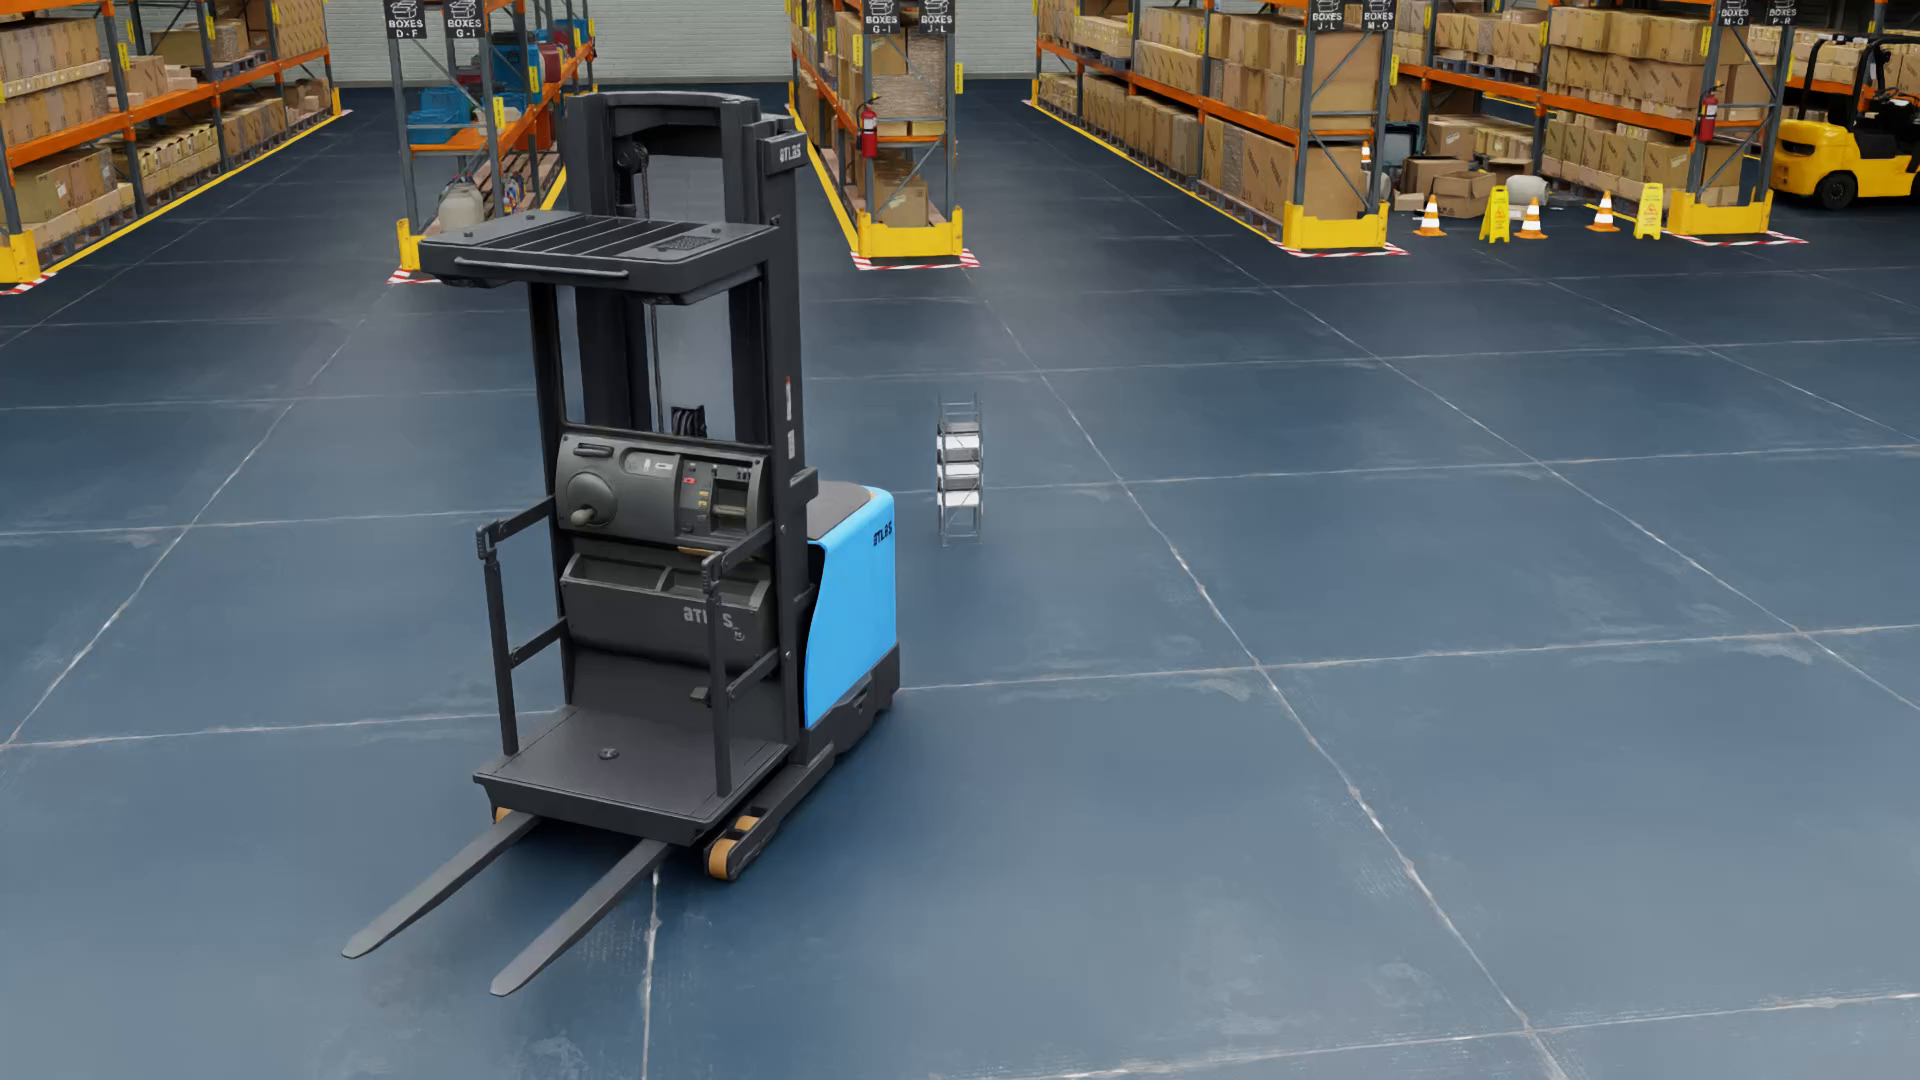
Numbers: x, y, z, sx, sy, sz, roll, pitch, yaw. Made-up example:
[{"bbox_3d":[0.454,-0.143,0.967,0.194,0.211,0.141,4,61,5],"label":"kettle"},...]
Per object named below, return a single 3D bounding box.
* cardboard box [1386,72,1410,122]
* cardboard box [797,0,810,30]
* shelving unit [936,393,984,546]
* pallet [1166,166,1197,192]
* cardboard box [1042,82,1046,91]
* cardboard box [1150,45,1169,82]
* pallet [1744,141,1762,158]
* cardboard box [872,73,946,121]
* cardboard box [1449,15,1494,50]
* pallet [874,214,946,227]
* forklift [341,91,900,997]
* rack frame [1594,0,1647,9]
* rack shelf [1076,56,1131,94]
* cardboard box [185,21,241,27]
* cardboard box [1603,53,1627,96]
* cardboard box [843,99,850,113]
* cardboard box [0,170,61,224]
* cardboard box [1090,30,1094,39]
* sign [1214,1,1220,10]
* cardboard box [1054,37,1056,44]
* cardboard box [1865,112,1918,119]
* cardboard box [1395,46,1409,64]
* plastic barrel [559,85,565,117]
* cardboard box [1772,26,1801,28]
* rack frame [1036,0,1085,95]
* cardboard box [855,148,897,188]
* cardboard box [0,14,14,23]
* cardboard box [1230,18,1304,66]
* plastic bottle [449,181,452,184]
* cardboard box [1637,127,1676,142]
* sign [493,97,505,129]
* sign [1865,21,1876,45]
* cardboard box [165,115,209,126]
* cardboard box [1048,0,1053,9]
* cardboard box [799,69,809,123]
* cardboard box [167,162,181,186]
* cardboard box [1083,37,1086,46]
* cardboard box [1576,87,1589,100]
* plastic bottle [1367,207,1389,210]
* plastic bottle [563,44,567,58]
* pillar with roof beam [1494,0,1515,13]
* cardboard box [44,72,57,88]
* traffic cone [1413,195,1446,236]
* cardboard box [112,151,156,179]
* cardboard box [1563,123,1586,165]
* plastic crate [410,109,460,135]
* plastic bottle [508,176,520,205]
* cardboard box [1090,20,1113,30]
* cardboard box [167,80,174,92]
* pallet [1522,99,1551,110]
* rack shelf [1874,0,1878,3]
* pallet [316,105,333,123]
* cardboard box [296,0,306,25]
[{"bbox_3d":[7.954,-7.672,28.906,0.875,0.875,0.875,-3,21,-7],"label":"cardboard box"},{"bbox_3d":[-2.686,-9.543,30.196,0.500,0.500,0.500,-3,21,-7],"label":"cardboard box"},{"bbox_3d":[-0.001,-0.424,10.066,0.258,0.900,0.210,-3,21,-8],"label":"shelving unit"},{"bbox_3d":[3.603,-5.205,23.851,1.003,0.211,1.213,-3,21,-8],"label":"pallet"},{"bbox_3d":[1.864,-9.112,33.374,0.380,0.149,0.250,-3,21,-8],"label":"cardboard box"},{"bbox_3d":[3.158,-7.160,24.958,0.500,0.500,0.500,-3,21,-8],"label":"cardboard box"},{"bbox_3d":[13.260,-6.155,26.393,1.003,0.211,1.213,-3,21,-8],"label":"pallet"},{"bbox_3d":[-0.609,-5.026,18.818,0.875,0.500,0.500,-3,21,-8],"label":"cardboard box"},{"bbox_3d":[8.014,-7.953,26.055,0.500,0.500,0.500,-2,21,-5],"label":"cardboard box"},{"bbox_3d":[-0.650,-3.651,19.690,1.003,0.211,1.213,-3,21,-8],"label":"pallet"},{"bbox_3d":[-1.291,-0.186,6.525,1.130,2.935,3.031,8,22,19],"label":"forklift"},{"bbox_3d":[12.431,-9.554,31.510,1.000,3.000,0.127,-3,21,-8],"label":"rack frame"},{"bbox_3d":[2.924,-7.989,28.346,1.077,0.370,4.000,-3,21,-8],"label":"rack shelf"},{"bbox_3d":[-12.081,-8.138,26.975,0.700,0.500,0.500,0,20,1],"label":"cardboard box"},{"bbox_3d":[8.708,-6.032,21.510,0.500,0.500,0.500,-3,21,-7],"label":"cardboard box"},{"bbox_3d":[-1.273,-5.479,20.957,0.380,0.149,0.250,-3,21,-8],"label":"cardboard box"},{"bbox_3d":[-10.292,-3.780,18.307,0.500,0.500,0.500,-3,21,-8],"label":"cardboard box"},{"bbox_3d":[2.432,-8.623,28.350,0.380,0.149,0.250,-3,21,-9],"label":"cardboard box"},{"bbox_3d":[6.050,-12.784,39.771,0.327,0.218,0.001,-3,21,-8],"label":"sign"},{"bbox_3d":[2.040,-9.710,32.286,0.380,0.149,0.250,-3,21,-9],"label":"cardboard box"},{"bbox_3d":[13.343,-5.978,23.836,0.500,0.250,0.500,-3,21,-9],"label":"cardboard box"},{"bbox_3d":[7.677,-8.186,28.060,0.500,0.250,0.500,-3,21,-7],"label":"cardboard box"},{"bbox_3d":[-7.127,-7.578,28.616,0.600,0.901,0.708,-3,21,-8],"label":"plastic barrel"},{"bbox_3d":[13.380,-8.240,26.921,0.380,0.149,0.250,-3,21,-8],"label":"cardboard box"},{"bbox_3d":[2.059,-10.403,33.782,1.000,3.000,0.127,-3,21,-8],"label":"rack frame"},{"bbox_3d":[-1.116,-4.918,22.070,0.500,0.500,0.500,-4,21,-9],"label":"cardboard box"},{"bbox_3d":[-17.268,-8.887,29.295,0.980,0.700,0.700,-4,21,-10],"label":"cardboard box"},{"bbox_3d":[3.944,-6.316,21.083,0.875,0.550,0.550,-3,21,-8],"label":"cardboard box"},{"bbox_3d":[-6.241,-4.236,20.427,0.144,0.351,0.185,-3,21,-8],"label":"plastic bottle"},{"bbox_3d":[8.757,-5.100,20.914,0.380,0.149,0.250,-2,21,-6],"label":"cardboard box"},{"bbox_3d":[-4.913,-4.554,17.727,0.100,0.325,0.005,-3,21,-8],"label":"sign"},{"bbox_3d":[13.049,-7.259,23.823,0.100,0.325,0.005,-3,21,-8],"label":"sign"},{"bbox_3d":[-11.881,-6.267,25.652,0.500,0.500,0.500,-2,21,-6],"label":"cardboard box"},{"bbox_3d":[1.993,-10.533,32.134,0.500,0.500,0.500,-3,21,-9],"label":"cardboard box"},{"bbox_3d":[-2.175,-7.784,29.206,1.225,0.875,0.875,-3,21,-8],"label":"cardboard box"},{"bbox_3d":[-10.900,-4.952,22.517,0.500,0.250,0.500,-4,21,-9],"label":"cardboard box"},{"bbox_3d":[2.351,-8.668,28.896,0.380,0.149,0.250,-3,21,-7],"label":"cardboard box"},{"bbox_3d":[8.558,-6.027,22.426,0.380,0.149,0.250,-2,21,-6],"label":"cardboard box"},{"bbox_3d":[5.457,-4.320,21.696,0.283,0.061,0.133,-11,23,-26],"label":"plastic bottle"},{"bbox_3d":[-6.733,-8.301,28.320,0.061,0.283,0.133,-3,21,-8],"label":"plastic bottle"},{"bbox_3d":[8.098,-14.512,36.208,9.100,9.000,0.400,-3,21,-8],"label":"pillar with roof beam"},{"bbox_3d":[-10.425,-5.180,18.727,0.380,0.149,0.250,-3,21,-7],"label":"cardboard box"},{"bbox_3d":[5.694,-3.930,20.078,0.336,0.463,0.334,-3,21,-8],"label":"traffic cone"},{"bbox_3d":[-10.750,-4.862,21.474,0.500,0.311,0.500,-3,21,-8],"label":"cardboard box"},{"bbox_3d":[8.580,-5.390,22.619,0.500,0.500,0.500,-2,21,-6],"label":"cardboard box"},{"bbox_3d":[-5.915,-4.712,18.758,0.499,0.251,0.408,-3,21,-8],"label":"plastic crate"},{"bbox_3d":[-5.583,-4.362,20.765,0.144,0.351,0.185,-3,21,-8],"label":"plastic bottle"},{"bbox_3d":[2.425,-8.769,28.315,0.380,0.149,0.250,-2,21,-6],"label":"cardboard box"},{"bbox_3d":[-11.274,-6.363,23.325,0.380,0.149,0.250,-1,21,-4],"label":"cardboard box"},{"bbox_3d":[12.154,-8.909,33.768,1.003,0.211,1.213,-3,21,-8],"label":"pallet"},{"bbox_3d":[13.296,-8.545,25.549,1.077,0.370,4.000,-3,21,-8],"label":"rack shelf"},{"bbox_3d":[-12.540,-8.081,31.551,1.003,0.211,1.213,-3,21,-8],"label":"pallet"},{"bbox_3d":[-12.104,-9.533,29.880,0.500,0.500,0.500,-2,21,-6],"label":"cardboard box"}]
